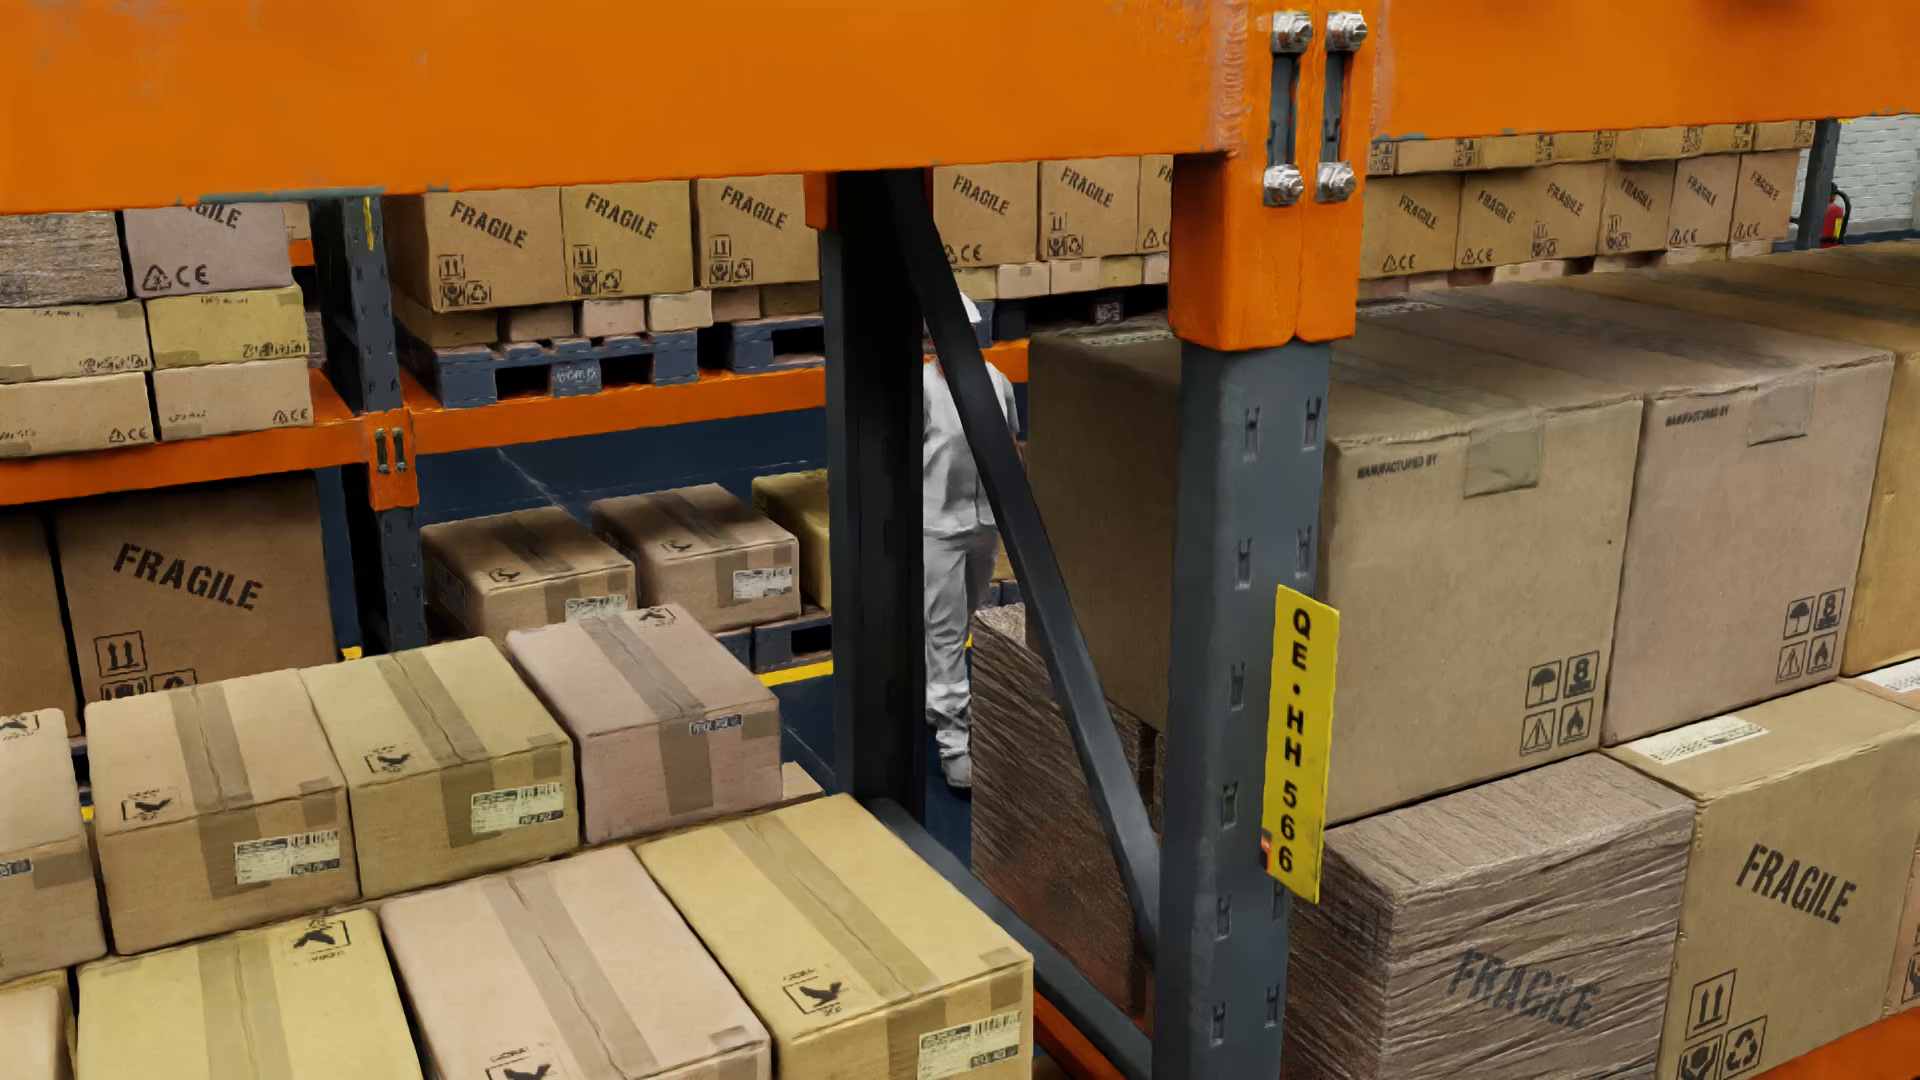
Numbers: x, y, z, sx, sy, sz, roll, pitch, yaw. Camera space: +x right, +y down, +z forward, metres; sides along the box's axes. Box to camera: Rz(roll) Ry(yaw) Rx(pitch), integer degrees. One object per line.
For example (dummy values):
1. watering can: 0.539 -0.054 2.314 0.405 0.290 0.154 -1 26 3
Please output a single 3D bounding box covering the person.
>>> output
1. person: -0.036 -0.016 6.041 0.790 1.786 0.667 -14 23 -35
